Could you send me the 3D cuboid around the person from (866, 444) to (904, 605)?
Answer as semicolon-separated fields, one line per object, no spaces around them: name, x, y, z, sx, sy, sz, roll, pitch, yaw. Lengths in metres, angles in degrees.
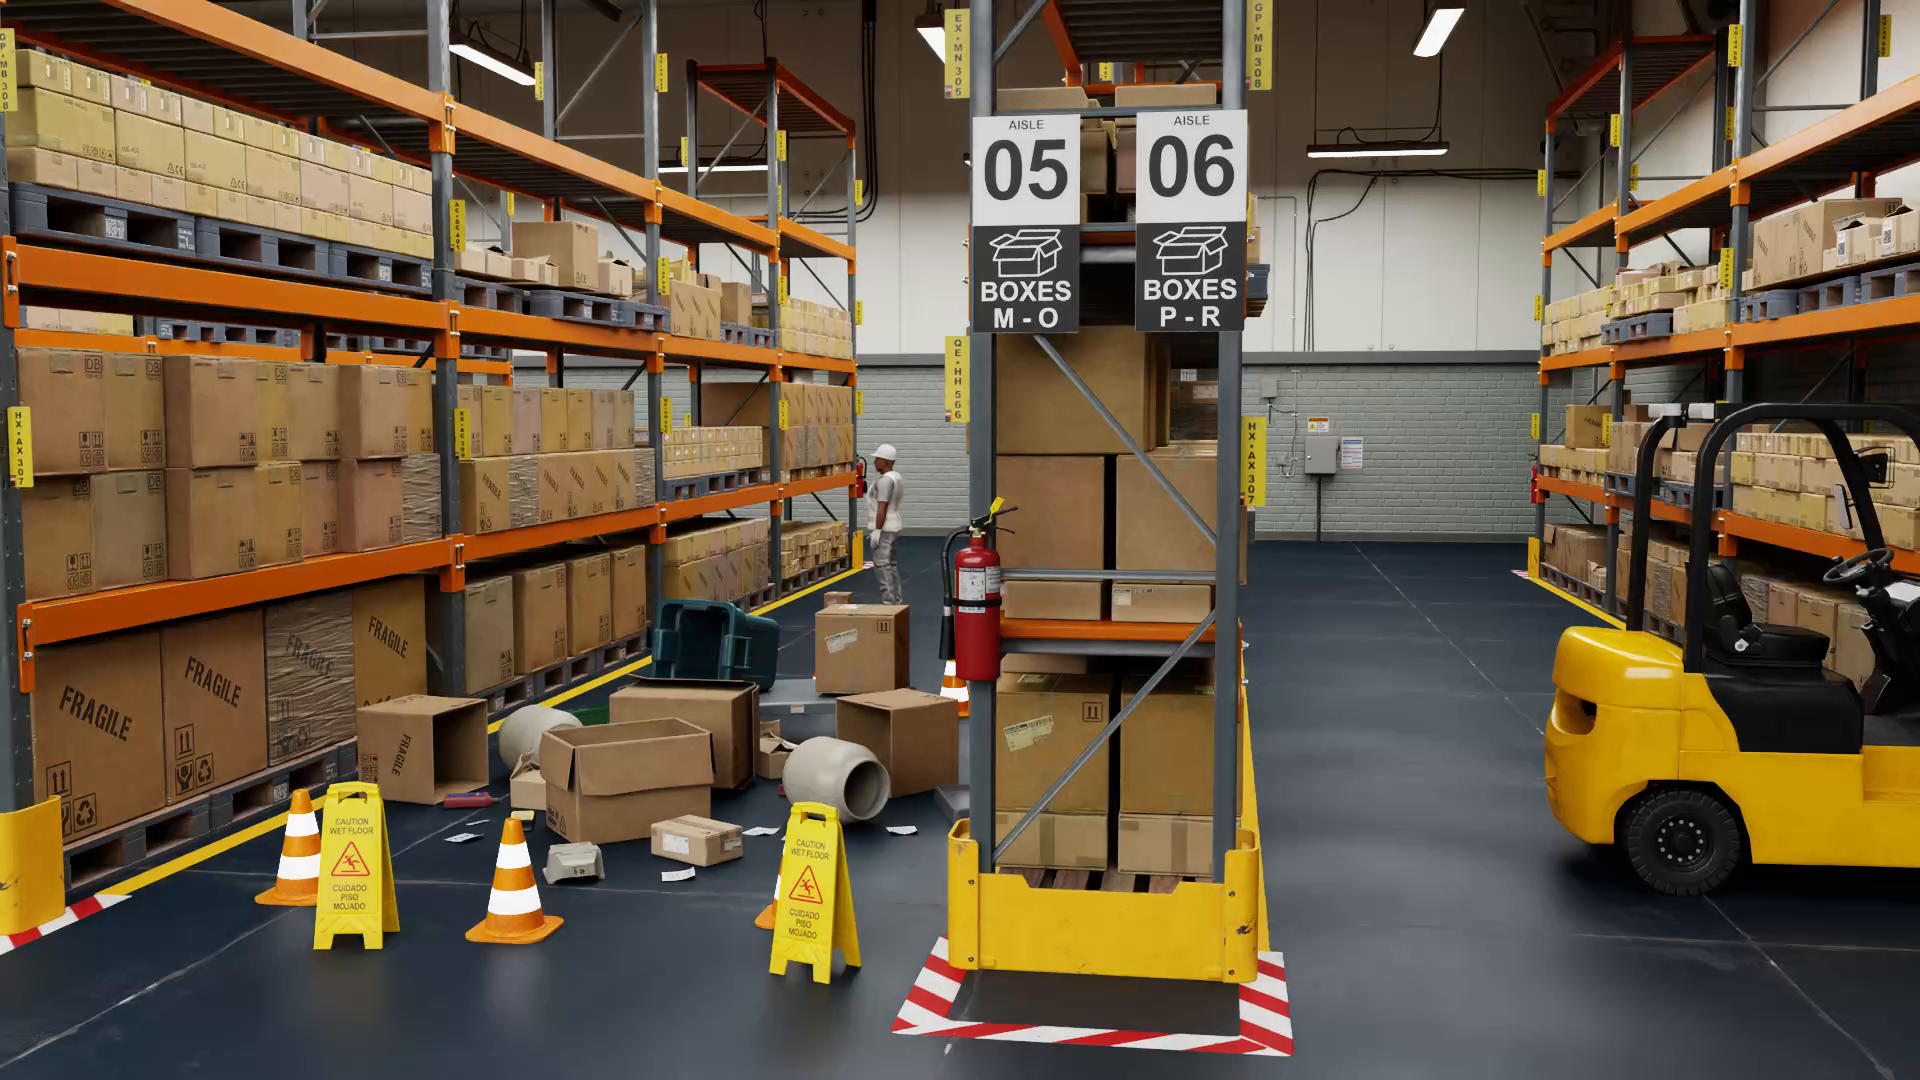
person;-0.777;-0.081;17.017;0.358;1.791;0.547;1;4;10
